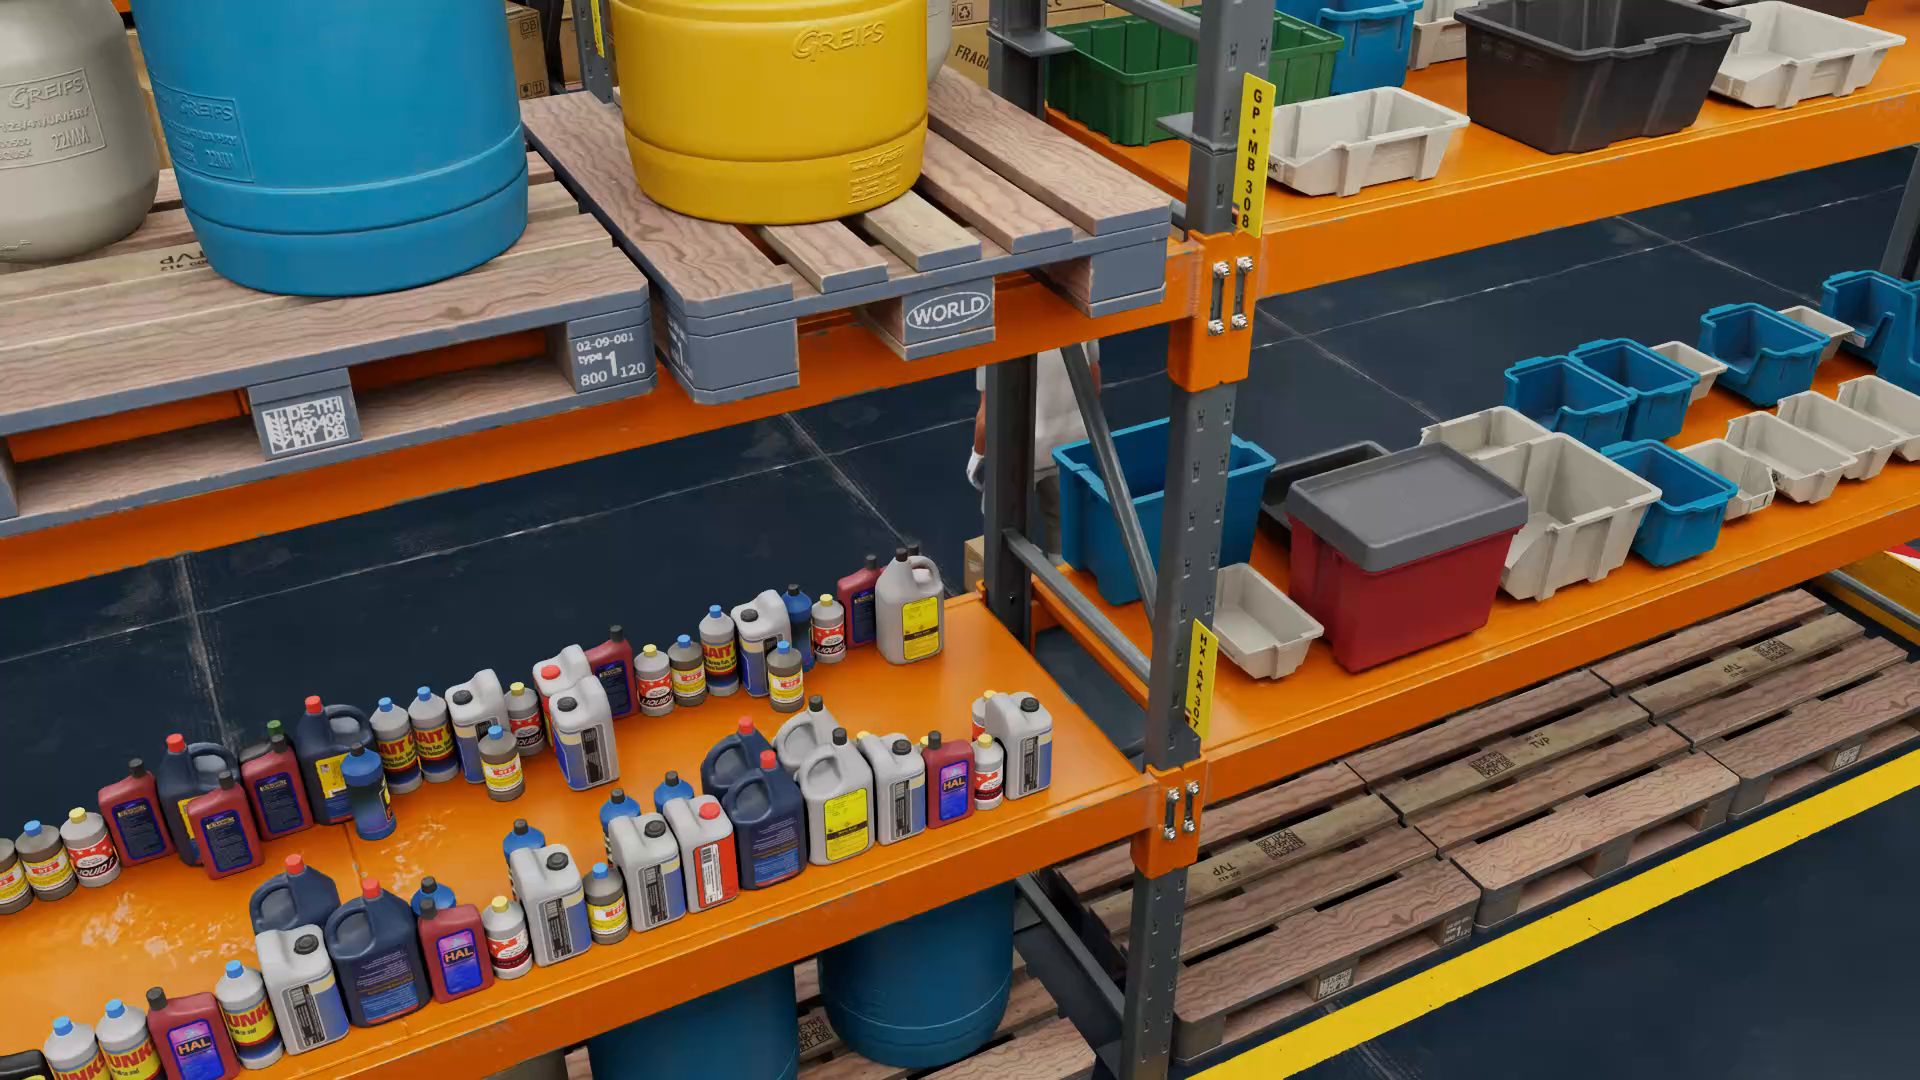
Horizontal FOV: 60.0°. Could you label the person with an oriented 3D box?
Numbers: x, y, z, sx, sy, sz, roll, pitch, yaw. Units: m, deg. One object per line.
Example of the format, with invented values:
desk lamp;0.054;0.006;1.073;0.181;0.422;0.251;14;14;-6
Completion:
person;0.291;-0.397;6.746;0.610;1.774;0.452;-18;37;-25
